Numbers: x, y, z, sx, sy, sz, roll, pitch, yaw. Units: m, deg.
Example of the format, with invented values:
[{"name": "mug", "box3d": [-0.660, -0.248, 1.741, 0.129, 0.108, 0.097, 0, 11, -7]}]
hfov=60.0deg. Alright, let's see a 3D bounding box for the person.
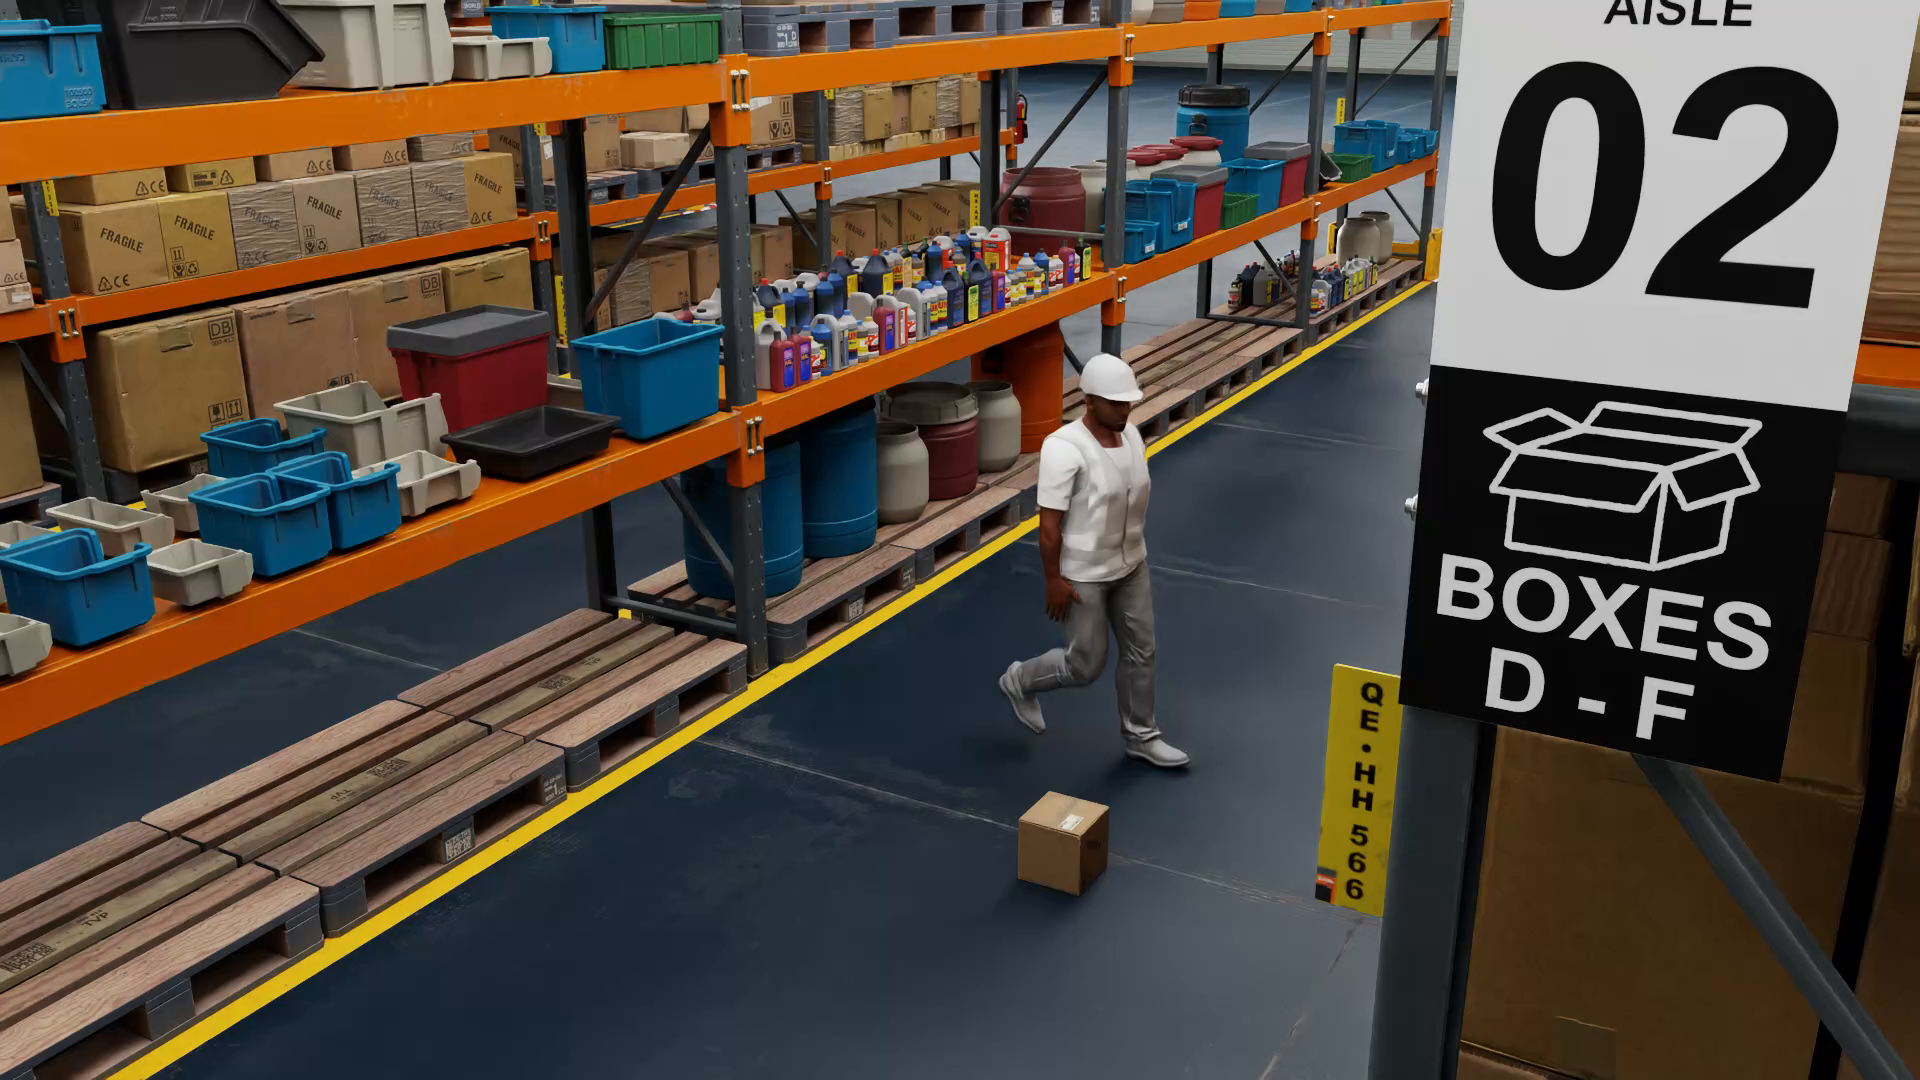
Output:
[{"name": "person", "box3d": [0.533, 0.092, 6.777, 0.608, 1.752, 0.781, -16, 25, -38]}]
